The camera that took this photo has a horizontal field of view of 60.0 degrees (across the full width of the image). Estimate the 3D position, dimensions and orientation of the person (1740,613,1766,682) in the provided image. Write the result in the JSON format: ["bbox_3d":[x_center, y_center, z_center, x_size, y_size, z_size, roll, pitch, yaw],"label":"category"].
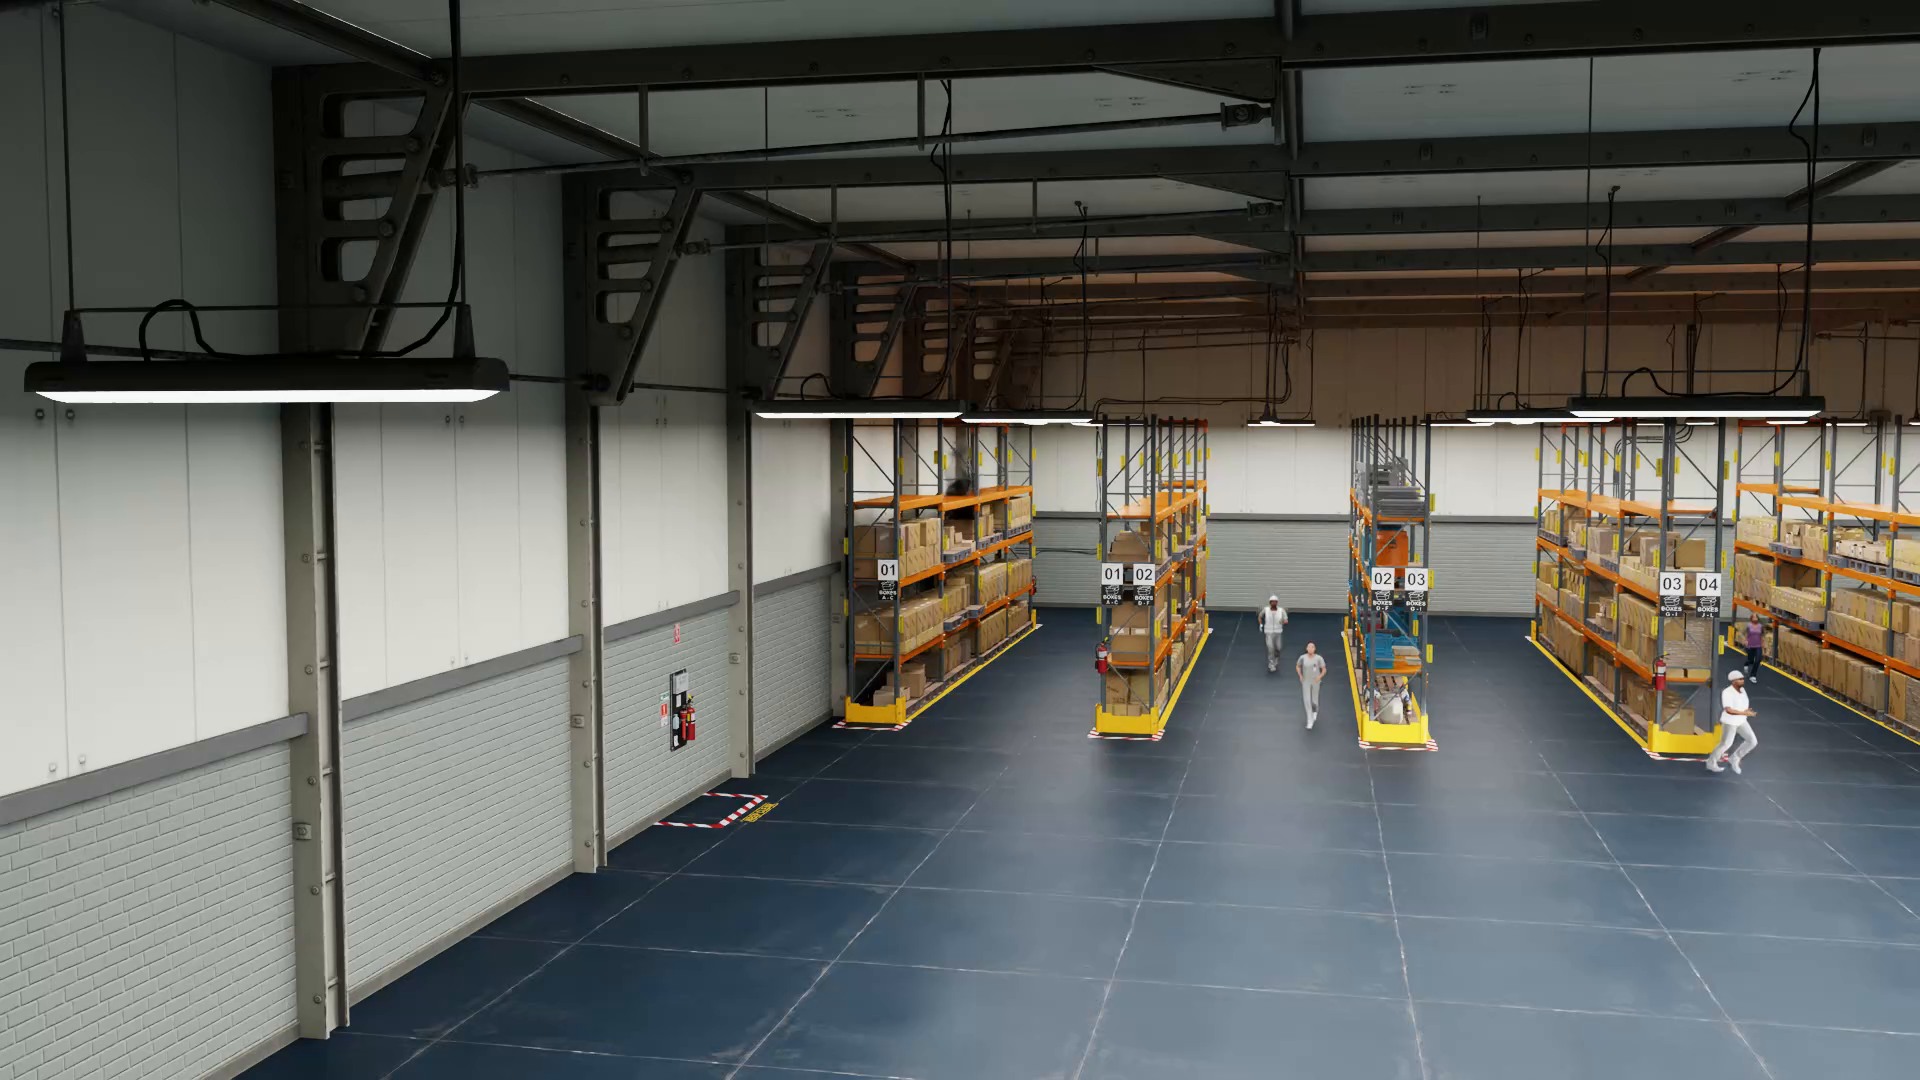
[{"bbox_3d":[18.064,2.443,37.876,0.542,1.548,0.587,1,4,9],"label":"person"}]

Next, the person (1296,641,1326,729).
[{"bbox_3d":[6.761,2.764,32.048,0.579,1.651,0.790,1,4,15],"label":"person"}]

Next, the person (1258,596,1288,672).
[{"bbox_3d":[7.433,2.205,39.443,0.695,1.763,0.955,0,4,4],"label":"person"}]

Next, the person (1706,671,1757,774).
[{"bbox_3d":[12.791,3.008,27.444,0.681,1.730,0.842,-2,5,-33],"label":"person"}]
